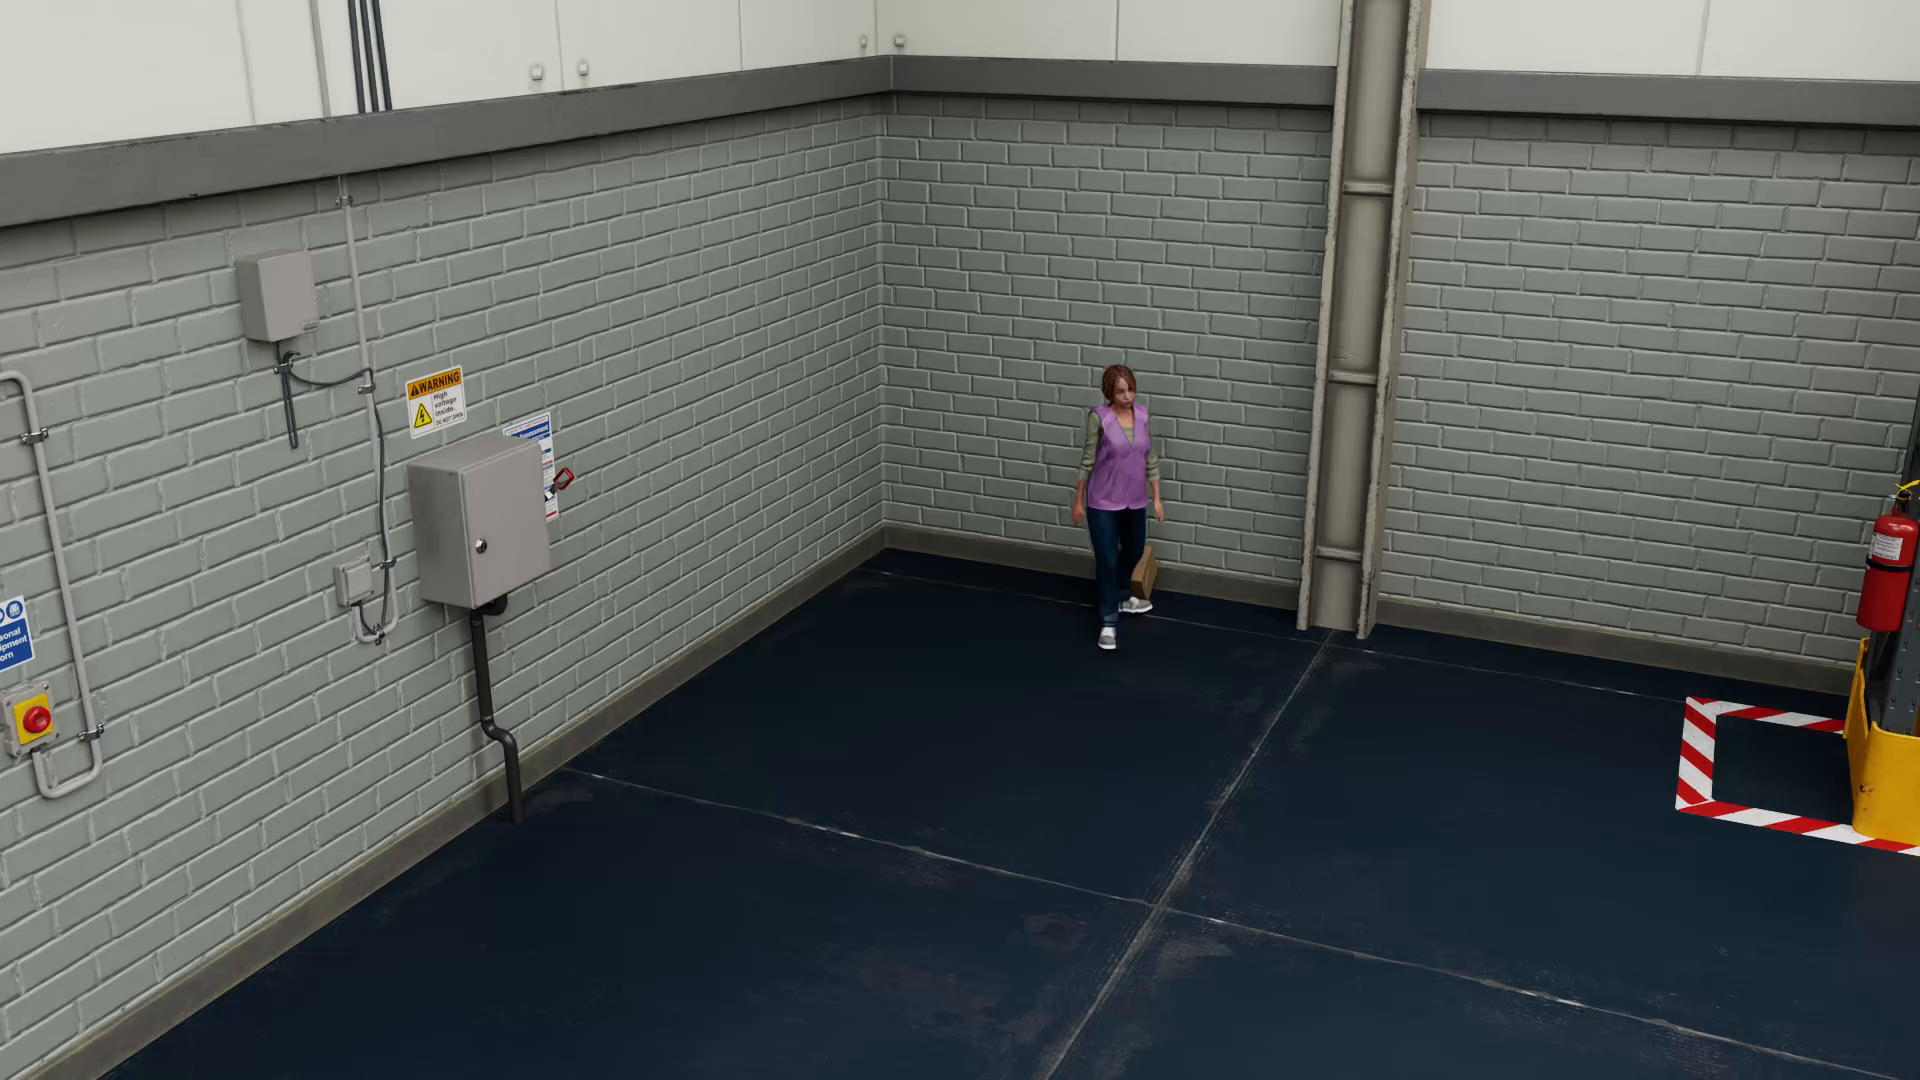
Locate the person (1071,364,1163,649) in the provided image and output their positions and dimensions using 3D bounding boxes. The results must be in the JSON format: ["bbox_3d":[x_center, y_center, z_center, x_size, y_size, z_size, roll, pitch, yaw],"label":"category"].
[{"bbox_3d":[0.908,-0.228,9.234,0.598,1.588,0.475,-10,22,-26],"label":"person"}]
